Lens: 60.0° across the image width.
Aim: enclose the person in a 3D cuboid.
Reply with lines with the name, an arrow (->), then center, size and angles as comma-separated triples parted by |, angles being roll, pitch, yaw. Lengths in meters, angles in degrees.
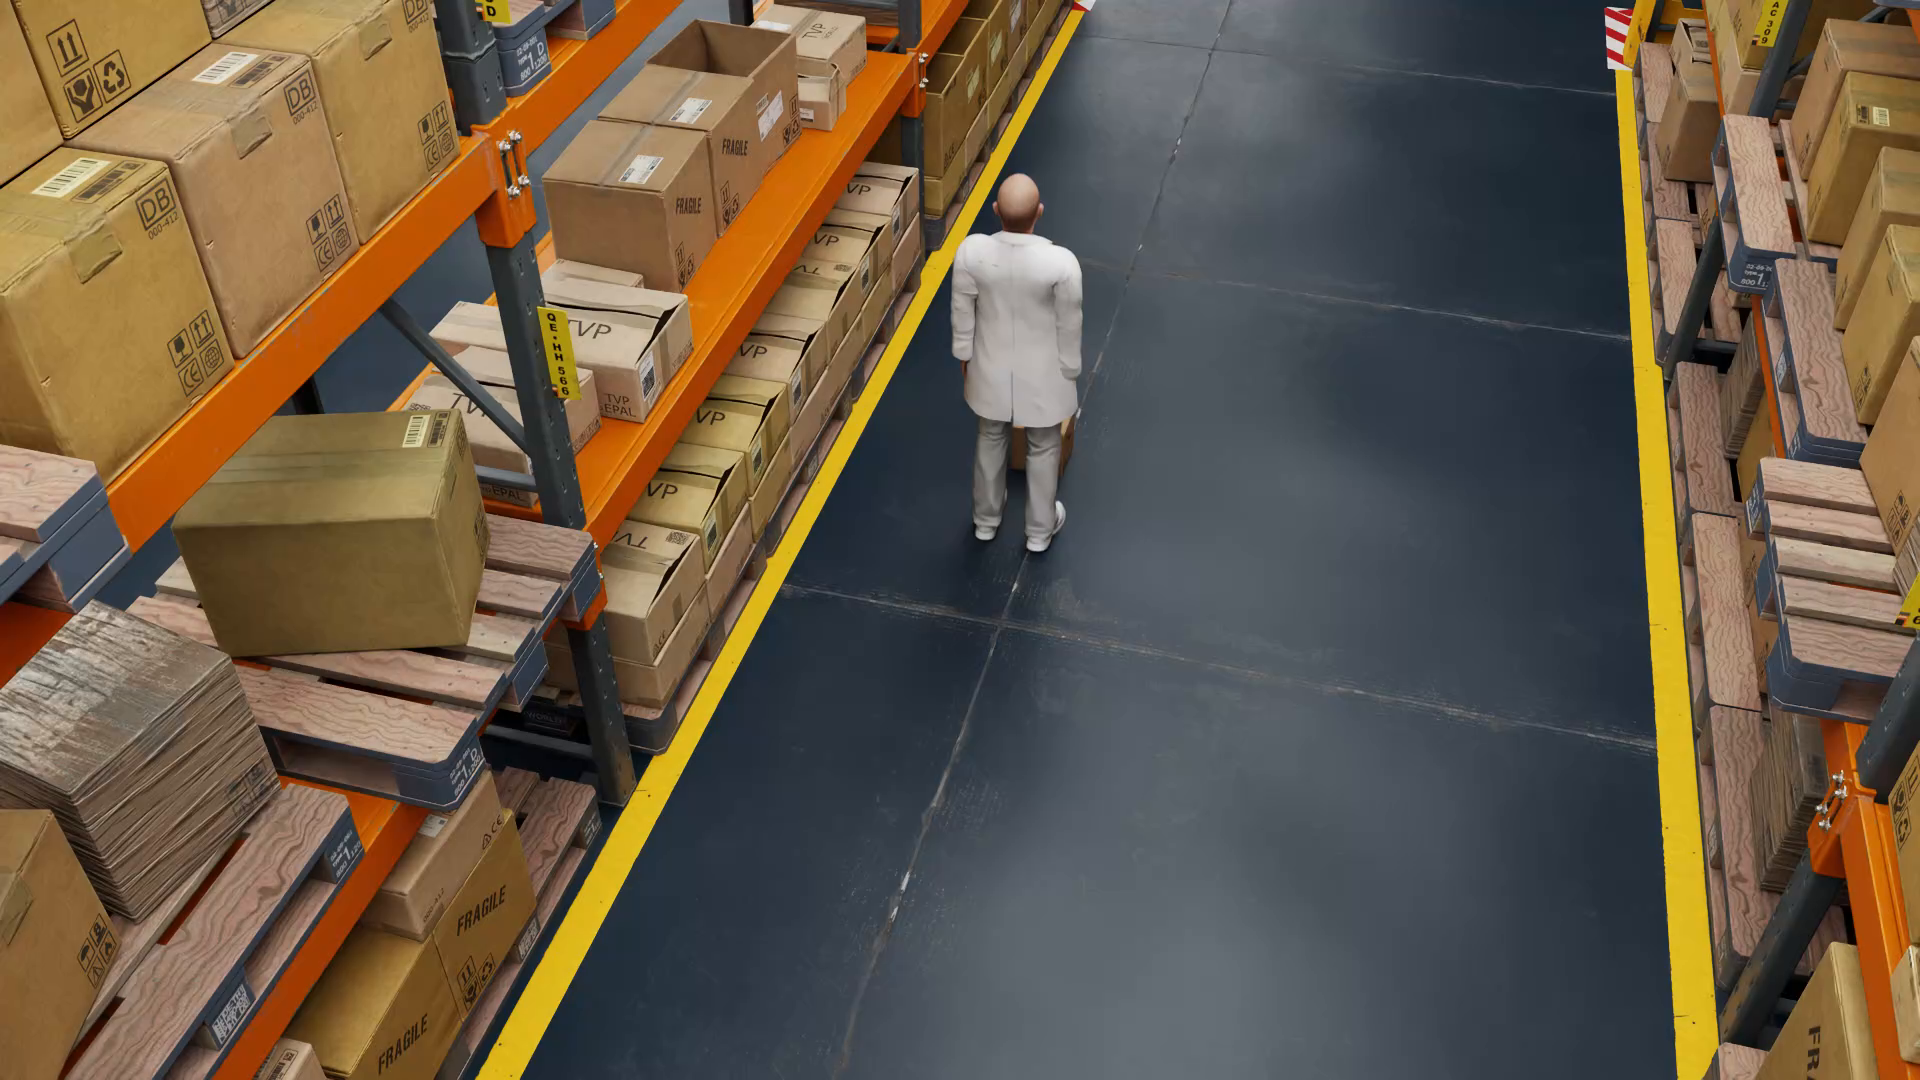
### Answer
person -> 0.240, -0.752, 7.060 | 0.566, 1.791, 0.396 | 11, 42, 12
